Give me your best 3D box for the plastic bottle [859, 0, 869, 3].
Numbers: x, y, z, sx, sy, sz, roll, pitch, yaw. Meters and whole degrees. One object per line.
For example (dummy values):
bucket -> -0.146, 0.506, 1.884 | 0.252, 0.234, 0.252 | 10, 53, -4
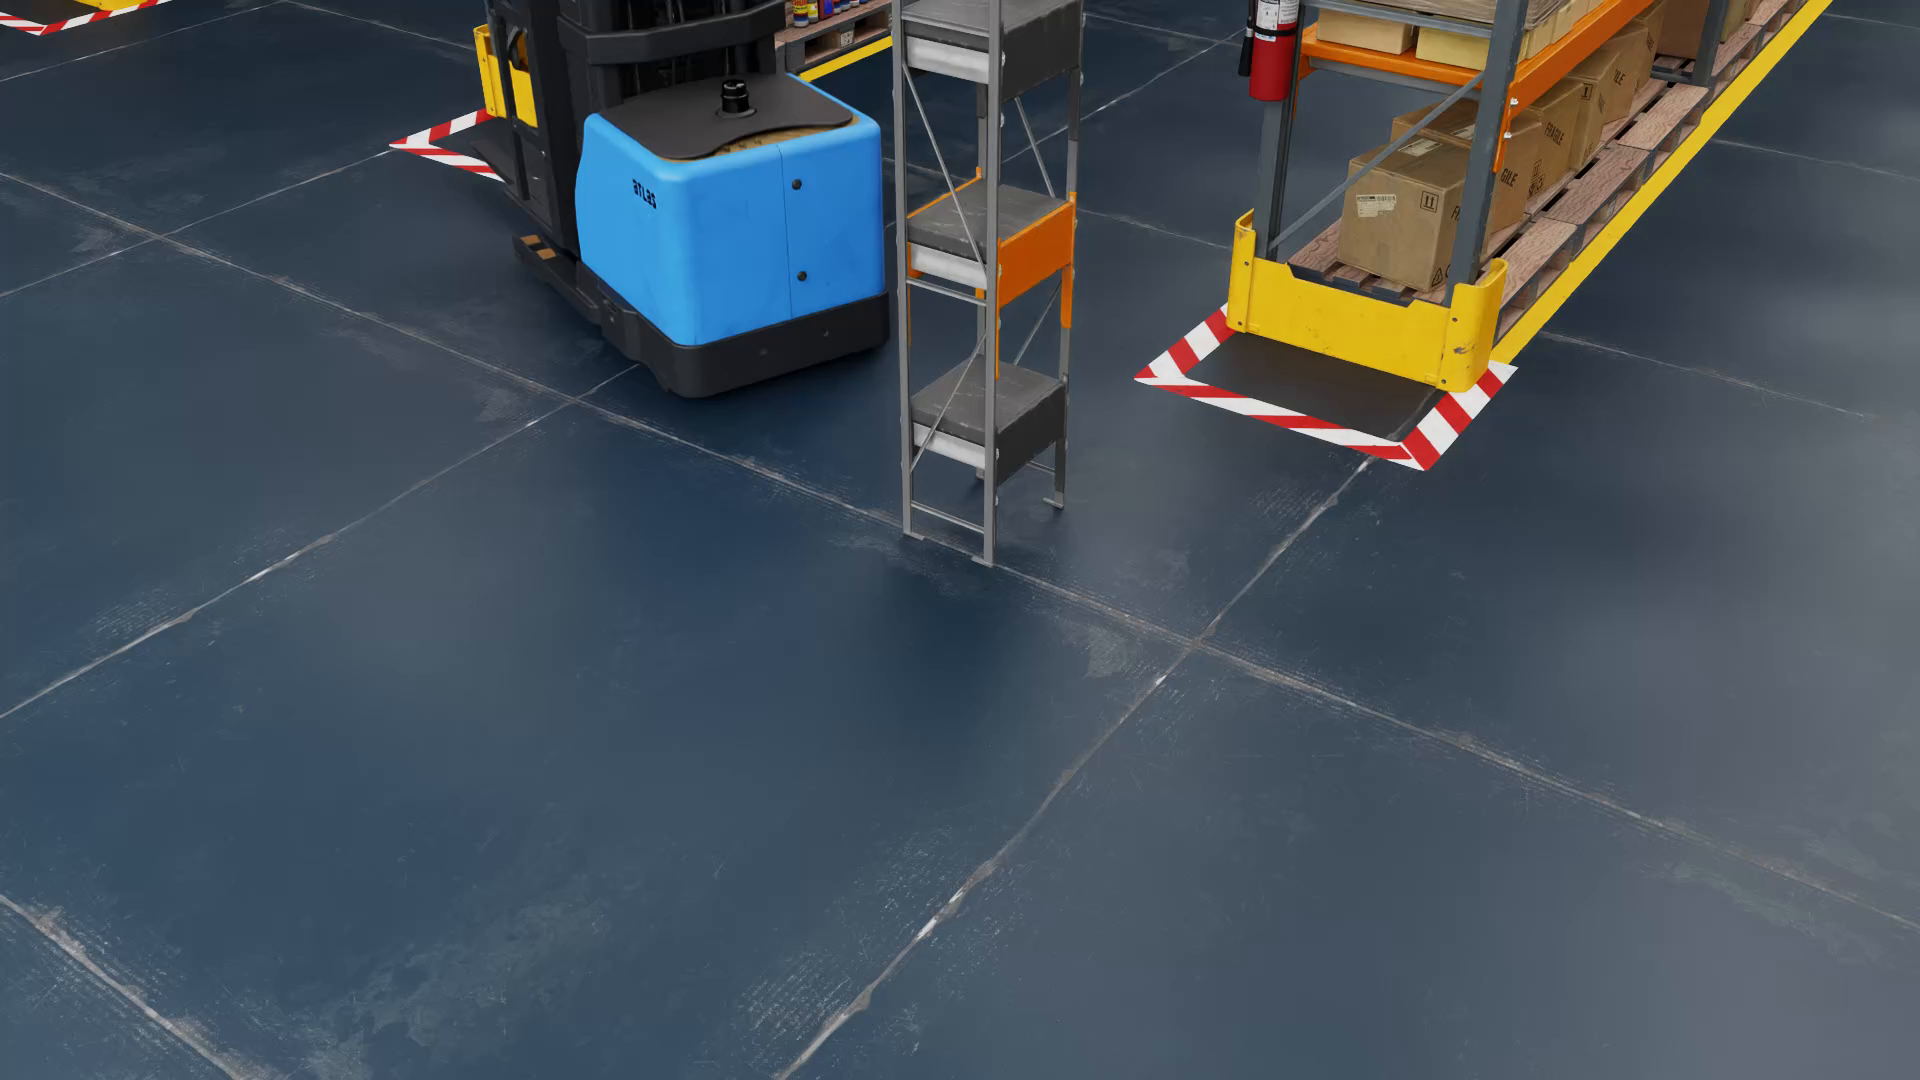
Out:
plastic bottle -> -0.665, -3.761, 11.176 | 0.097, 0.271, 0.097 | 0, 34, 0

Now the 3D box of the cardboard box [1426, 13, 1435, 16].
cardboard box -> 1.882, -2.303, 7.202 | 0.380, 0.149, 0.250 | 21, 39, 28

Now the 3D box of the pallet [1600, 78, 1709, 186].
pallet -> 3.673, -2.460, 9.699 | 1.003, 0.211, 1.213 | 21, 39, 28

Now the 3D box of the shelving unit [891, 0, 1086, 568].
shelving unit -> 0.094, -0.946, 5.774 | 0.431, 2.100, 0.503 | 21, 39, 28

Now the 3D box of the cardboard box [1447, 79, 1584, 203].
cardboard box -> 2.801, -2.083, 8.510 | 0.500, 0.500, 0.500 | 25, 42, 32

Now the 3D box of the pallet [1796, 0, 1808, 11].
pallet -> 5.861, -4.262, 12.364 | 1.003, 0.211, 1.213 | 21, 39, 28

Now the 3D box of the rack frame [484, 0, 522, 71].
rack frame -> -2.323, -3.677, 9.009 | 1.000, 3.000, 0.127 | 21, 39, 28

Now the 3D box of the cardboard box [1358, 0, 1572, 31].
cardboard box -> 2.082, -2.504, 6.920 | 0.875, 0.500, 0.500 | 21, 39, 28

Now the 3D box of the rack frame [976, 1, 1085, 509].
rack frame -> 0.234, -1.058, 5.940 | 0.400, 2.100, 0.015 | 21, 39, 28

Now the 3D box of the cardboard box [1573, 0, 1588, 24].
cardboard box -> 2.543, -2.387, 7.326 | 0.380, 0.149, 0.250 | 21, 39, 28

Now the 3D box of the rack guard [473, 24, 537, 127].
rack guard -> -2.318, -2.691, 9.784 | 1.175, 0.500, 0.348 | 21, 39, 28

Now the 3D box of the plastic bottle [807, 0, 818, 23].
plastic bottle -> -0.974, -3.482, 10.827 | 0.097, 0.201, 0.097 | 0, 34, 0

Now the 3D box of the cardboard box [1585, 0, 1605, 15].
cardboard box -> 2.691, -2.499, 7.493 | 0.380, 0.149, 0.250 | 21, 39, 28

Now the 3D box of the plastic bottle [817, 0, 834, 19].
plastic bottle -> -0.889, -3.567, 10.879 | 0.061, 0.283, 0.133 | 22, 40, 29

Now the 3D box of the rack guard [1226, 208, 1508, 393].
rack guard -> 1.789, -1.094, 7.422 | 1.175, 0.500, 0.348 | 21, 39, 28

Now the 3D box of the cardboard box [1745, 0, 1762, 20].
cardboard box -> 5.001, -3.829, 11.073 | 0.700, 0.500, 0.500 | 18, 38, 24

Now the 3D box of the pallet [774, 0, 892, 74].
pallet -> -1.154, -3.503, 11.242 | 1.003, 0.211, 1.213 | 21, 39, 28

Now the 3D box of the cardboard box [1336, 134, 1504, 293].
cardboard box -> 2.116, -1.515, 7.670 | 0.500, 0.500, 0.500 | -29, 43, -35

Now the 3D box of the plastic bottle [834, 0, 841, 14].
plastic bottle -> -0.838, -3.621, 10.970 | 0.097, 0.271, 0.097 | 0, 34, 0

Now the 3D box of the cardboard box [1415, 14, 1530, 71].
cardboard box -> 2.104, -2.046, 6.822 | 0.380, 0.149, 0.250 | 21, 39, 28

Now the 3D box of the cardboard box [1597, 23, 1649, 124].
cardboard box -> 3.445, -2.637, 9.328 | 0.500, 0.500, 0.500 | -23, 40, -30

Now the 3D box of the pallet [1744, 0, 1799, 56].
pallet -> 5.164, -3.703, 11.537 | 1.003, 0.211, 1.213 | 21, 39, 28

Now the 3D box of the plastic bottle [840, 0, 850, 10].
plastic bottle -> -0.781, -3.668, 11.038 | 0.097, 0.271, 0.097 | 0, 34, 0

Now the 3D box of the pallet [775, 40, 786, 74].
pallet -> -1.851, -2.944, 10.415 | 1.003, 0.211, 1.213 | 21, 39, 28

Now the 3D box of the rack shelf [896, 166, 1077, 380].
rack shelf -> 0.094, -0.935, 5.782 | 0.431, 0.518, 0.480 | 21, 39, 28

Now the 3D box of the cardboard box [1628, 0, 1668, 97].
cardboard box -> 3.766, -2.903, 9.721 | 0.500, 0.500, 0.500 | 20, 39, 27

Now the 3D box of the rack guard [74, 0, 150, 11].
rack guard -> -6.404, -4.214, 12.035 | 1.175, 0.500, 0.348 | 21, 39, 28

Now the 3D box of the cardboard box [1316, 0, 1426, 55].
cardboard box -> 1.739, -2.188, 7.032 | 0.380, 0.149, 0.250 | 21, 39, 28

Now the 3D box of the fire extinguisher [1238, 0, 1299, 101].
fire extinguisher -> 1.302, -2.157, 6.831 | 0.296, 0.674, 0.183 | 21, 39, 28

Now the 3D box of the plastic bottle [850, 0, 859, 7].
plastic bottle -> -0.724, -3.684, 11.125 | 0.097, 0.201, 0.097 | 0, 34, 0

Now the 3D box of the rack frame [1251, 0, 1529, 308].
rack frame -> 1.746, -2.095, 6.670 | 1.000, 3.000, 0.127 | 21, 39, 28

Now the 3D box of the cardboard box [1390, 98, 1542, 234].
cardboard box -> 2.428, -1.801, 8.093 | 0.500, 0.500, 0.500 | -25, 41, -32

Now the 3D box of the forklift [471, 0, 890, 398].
forklift -> -1.548, -2.597, 7.474 | 1.130, 2.935, 3.031 | -20, 39, -27

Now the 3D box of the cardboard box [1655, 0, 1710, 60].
cardboard box -> 4.394, -3.358, 10.377 | 0.700, 0.500, 0.500 | 18, 38, 25

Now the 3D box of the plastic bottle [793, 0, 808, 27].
plastic bottle -> -1.033, -3.464, 10.737 | 0.097, 0.271, 0.097 | 0, 34, 0

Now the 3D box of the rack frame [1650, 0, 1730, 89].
rack frame -> 4.027, -3.936, 9.392 | 1.000, 3.000, 0.127 | 21, 39, 28

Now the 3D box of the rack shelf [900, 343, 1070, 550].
rack shelf -> 0.094, -0.355, 6.174 | 0.431, 0.518, 0.480 | 21, 39, 28

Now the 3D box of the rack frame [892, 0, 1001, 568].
rack frame -> -0.045, -0.834, 5.608 | 0.400, 2.100, 0.015 | 21, 39, 28

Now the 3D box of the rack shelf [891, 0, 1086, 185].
rack shelf -> 0.094, -1.515, 5.390 | 0.431, 0.518, 0.480 | 21, 39, 28

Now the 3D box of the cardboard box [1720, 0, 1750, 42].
cardboard box -> 4.682, -3.572, 10.692 | 0.700, 0.500, 0.500 | 21, 39, 28

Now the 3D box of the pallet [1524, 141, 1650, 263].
pallet -> 2.978, -1.896, 8.866 | 1.003, 0.211, 1.213 | 21, 39, 28

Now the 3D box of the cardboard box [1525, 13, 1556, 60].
cardboard box -> 2.263, -2.155, 6.983 | 0.380, 0.149, 0.250 | 21, 39, 28

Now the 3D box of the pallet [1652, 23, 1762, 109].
pallet -> 4.469, -3.139, 10.704 | 1.003, 0.211, 1.213 | 21, 39, 28

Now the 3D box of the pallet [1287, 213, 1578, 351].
pallet -> 2.282, -1.337, 8.039 | 1.003, 0.211, 1.213 | 21, 39, 28

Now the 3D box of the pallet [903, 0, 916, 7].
pallet -> -0.459, -4.067, 12.075 | 1.003, 0.211, 1.213 | 21, 39, 28

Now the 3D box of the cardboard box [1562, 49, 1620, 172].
cardboard box -> 3.156, -2.326, 8.868 | 0.500, 0.500, 0.500 | 18, 38, 24

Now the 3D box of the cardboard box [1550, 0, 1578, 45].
cardboard box -> 2.417, -2.265, 7.146 | 0.380, 0.149, 0.250 | 21, 39, 28

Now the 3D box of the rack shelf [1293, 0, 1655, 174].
rack shelf -> 2.886, -2.717, 8.233 | 1.077, 0.370, 4.000 | 21, 39, 28
